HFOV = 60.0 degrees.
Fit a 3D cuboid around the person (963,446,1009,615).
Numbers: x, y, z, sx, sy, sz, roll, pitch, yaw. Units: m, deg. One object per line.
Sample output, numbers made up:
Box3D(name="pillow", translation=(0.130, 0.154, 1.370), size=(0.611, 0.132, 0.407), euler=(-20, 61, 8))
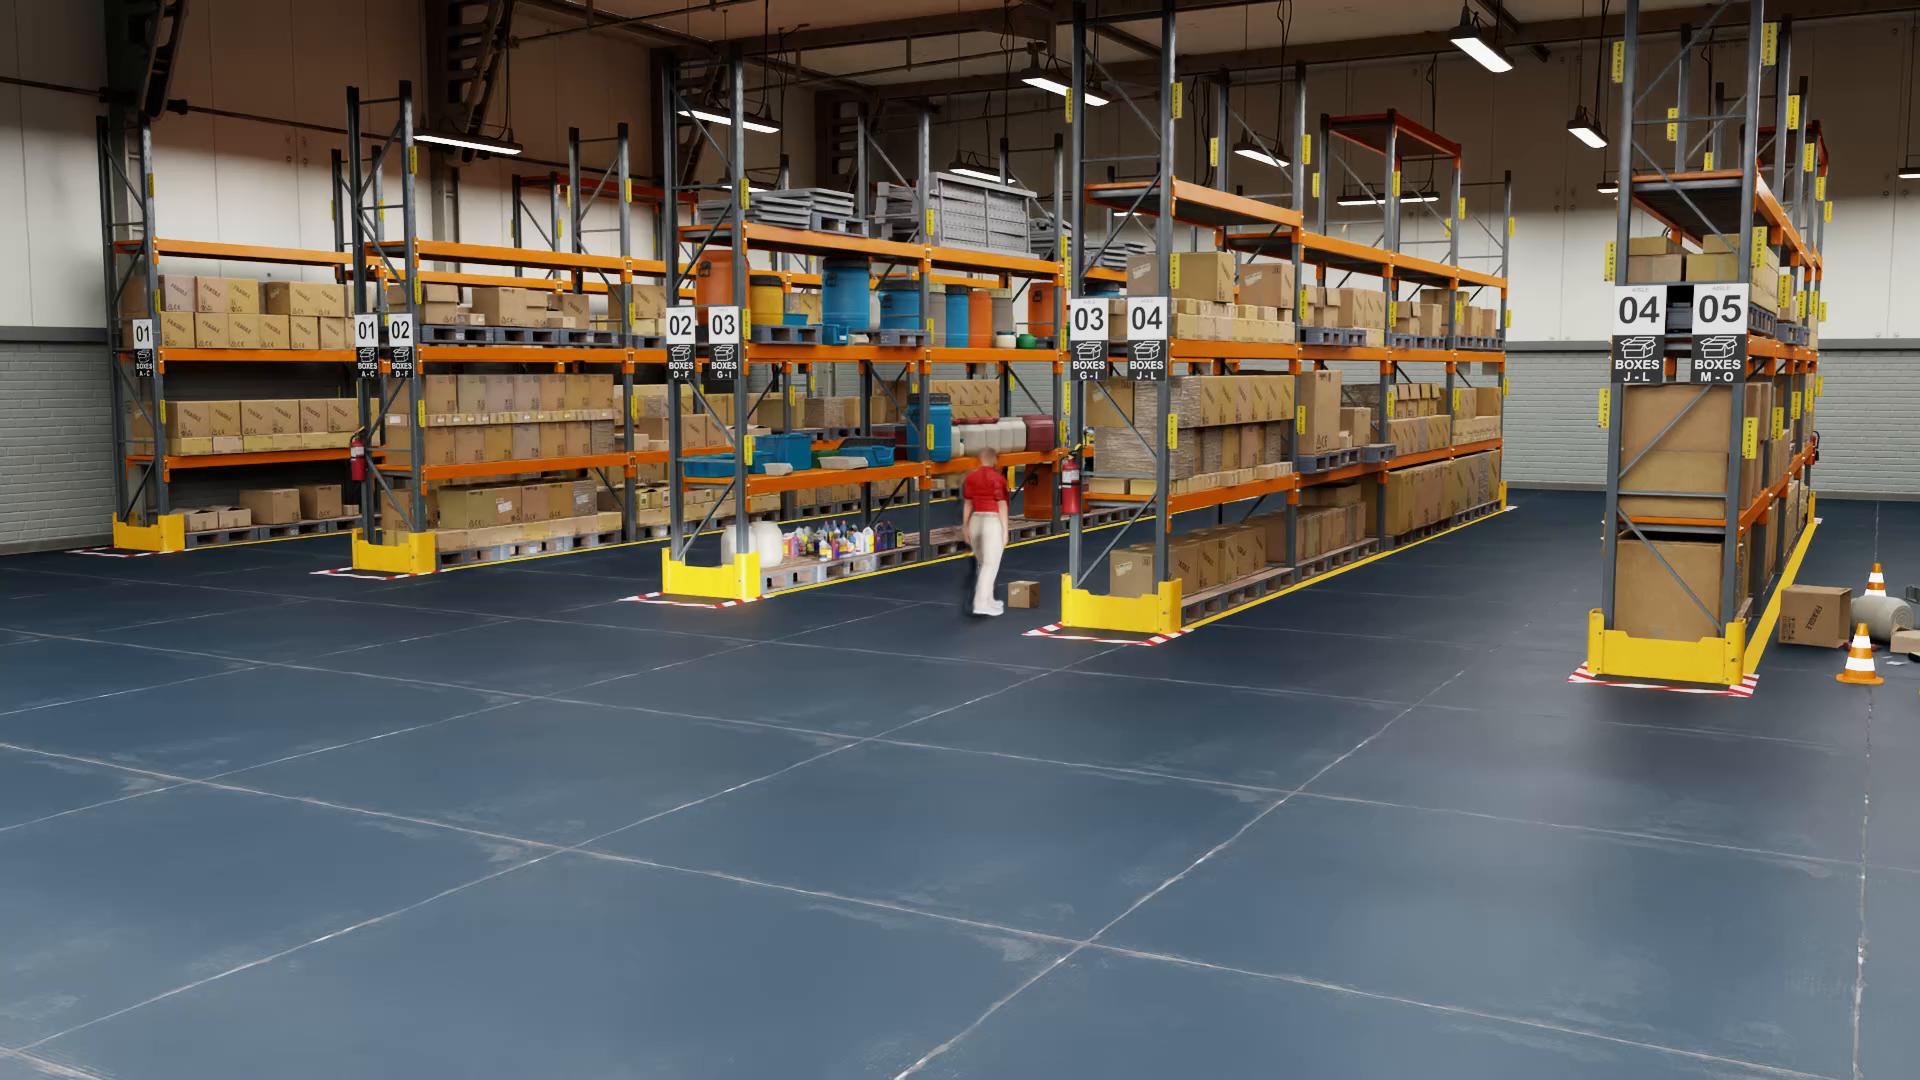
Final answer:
Box3D(name="person", translation=(0.321, -0.109, 17.140), size=(0.533, 1.716, 0.665), euler=(6, 8, 44))
